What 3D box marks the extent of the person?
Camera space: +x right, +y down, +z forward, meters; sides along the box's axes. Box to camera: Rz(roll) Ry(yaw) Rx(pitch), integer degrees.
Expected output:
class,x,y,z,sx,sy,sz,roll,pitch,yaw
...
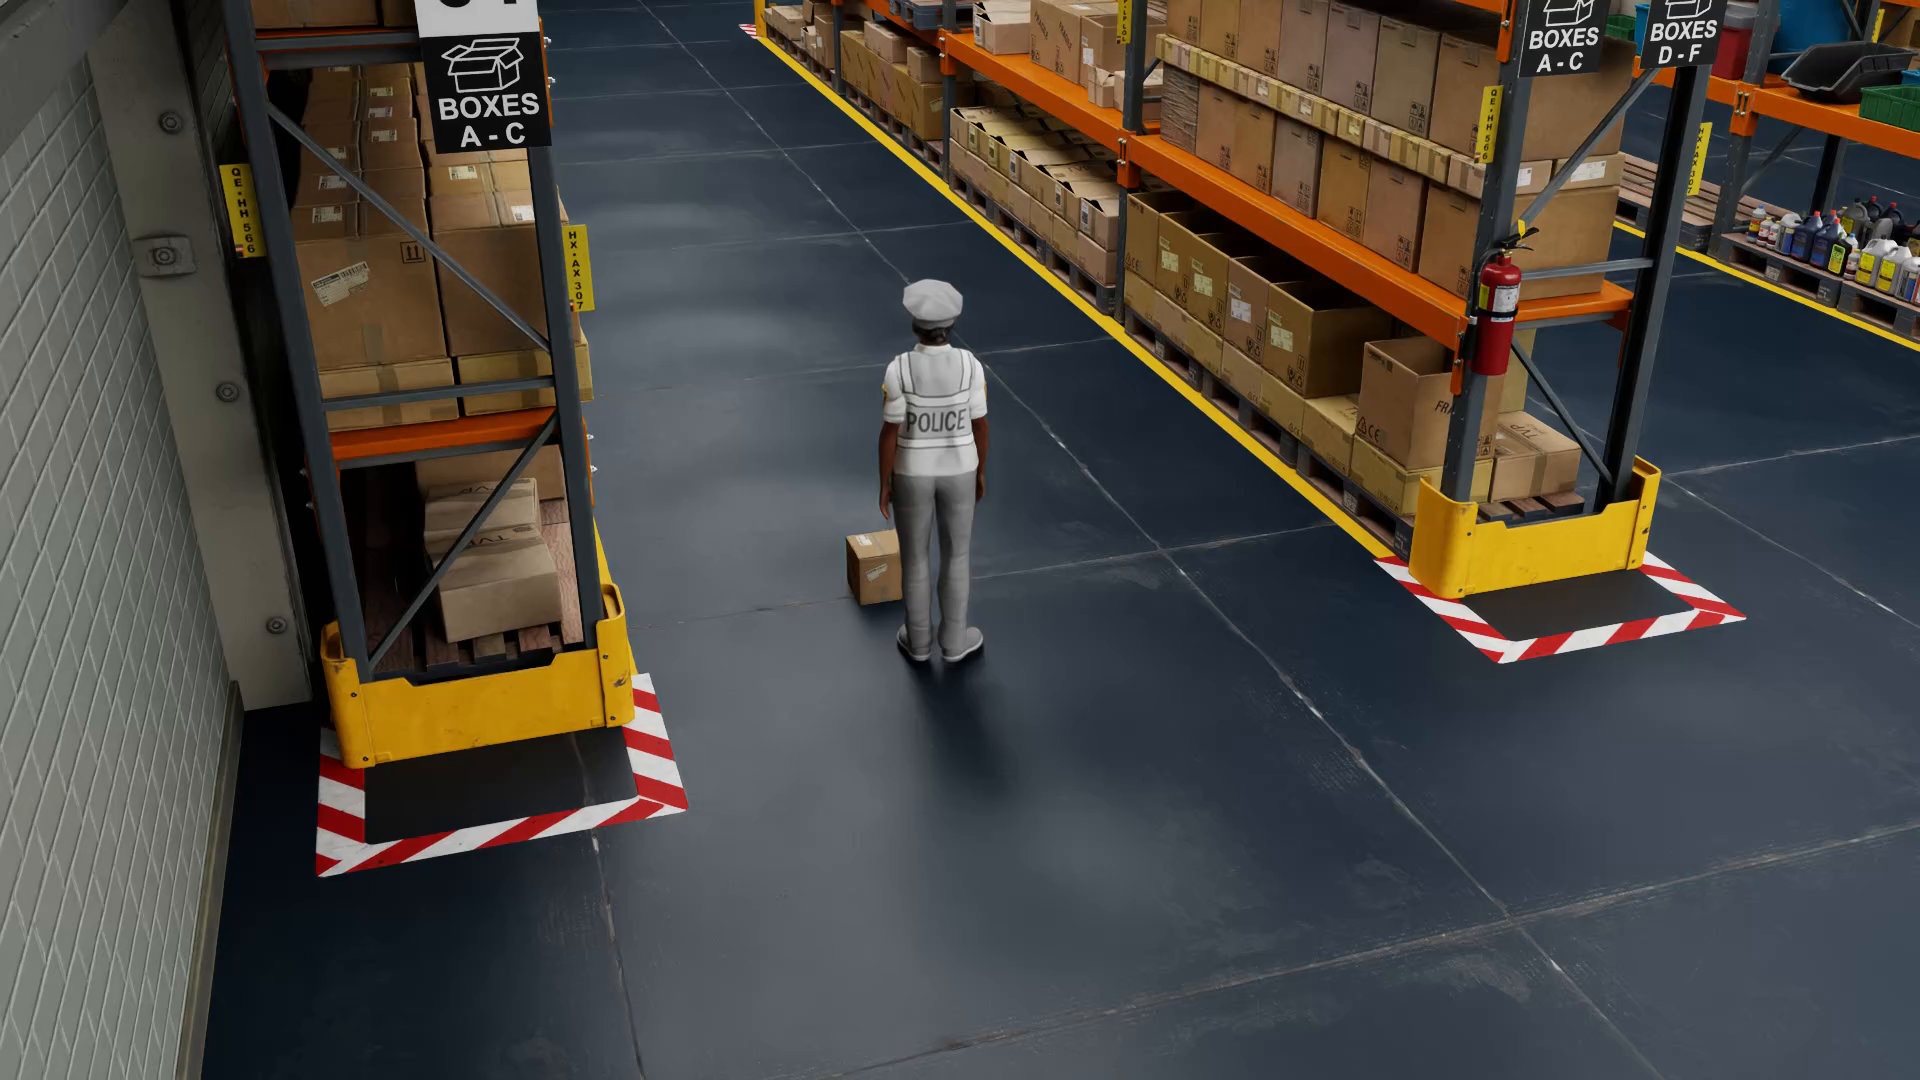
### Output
class,x,y,z,sx,sy,sz,roll,pitch,yaw
person,-0.114,-0.275,7.094,0.475,1.685,0.368,-4,27,-7
